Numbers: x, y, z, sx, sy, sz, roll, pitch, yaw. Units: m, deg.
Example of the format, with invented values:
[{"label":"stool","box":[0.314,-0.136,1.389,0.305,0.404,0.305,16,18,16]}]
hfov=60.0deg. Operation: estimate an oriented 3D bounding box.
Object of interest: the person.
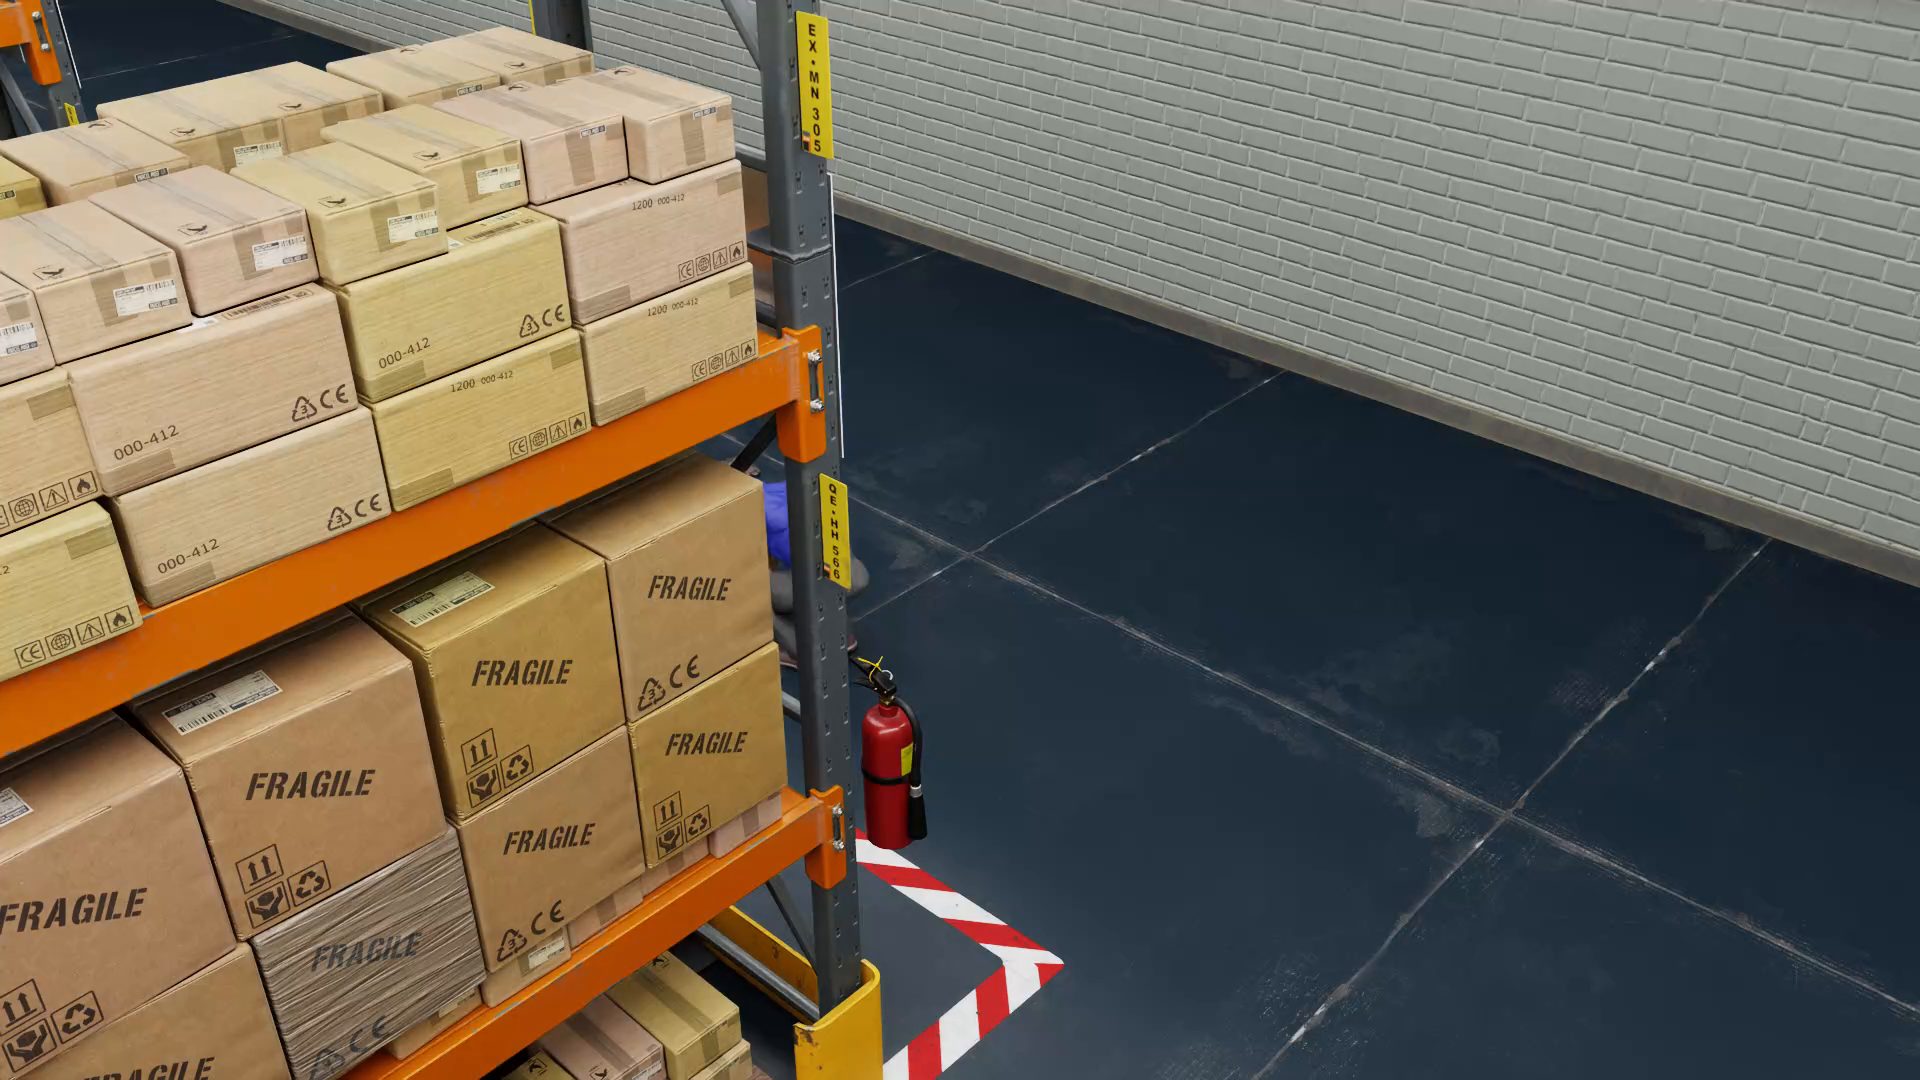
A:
[{"label":"person","box":[-0.808,0.095,7.692,0.823,0.929,0.483,25,40,35]}]
